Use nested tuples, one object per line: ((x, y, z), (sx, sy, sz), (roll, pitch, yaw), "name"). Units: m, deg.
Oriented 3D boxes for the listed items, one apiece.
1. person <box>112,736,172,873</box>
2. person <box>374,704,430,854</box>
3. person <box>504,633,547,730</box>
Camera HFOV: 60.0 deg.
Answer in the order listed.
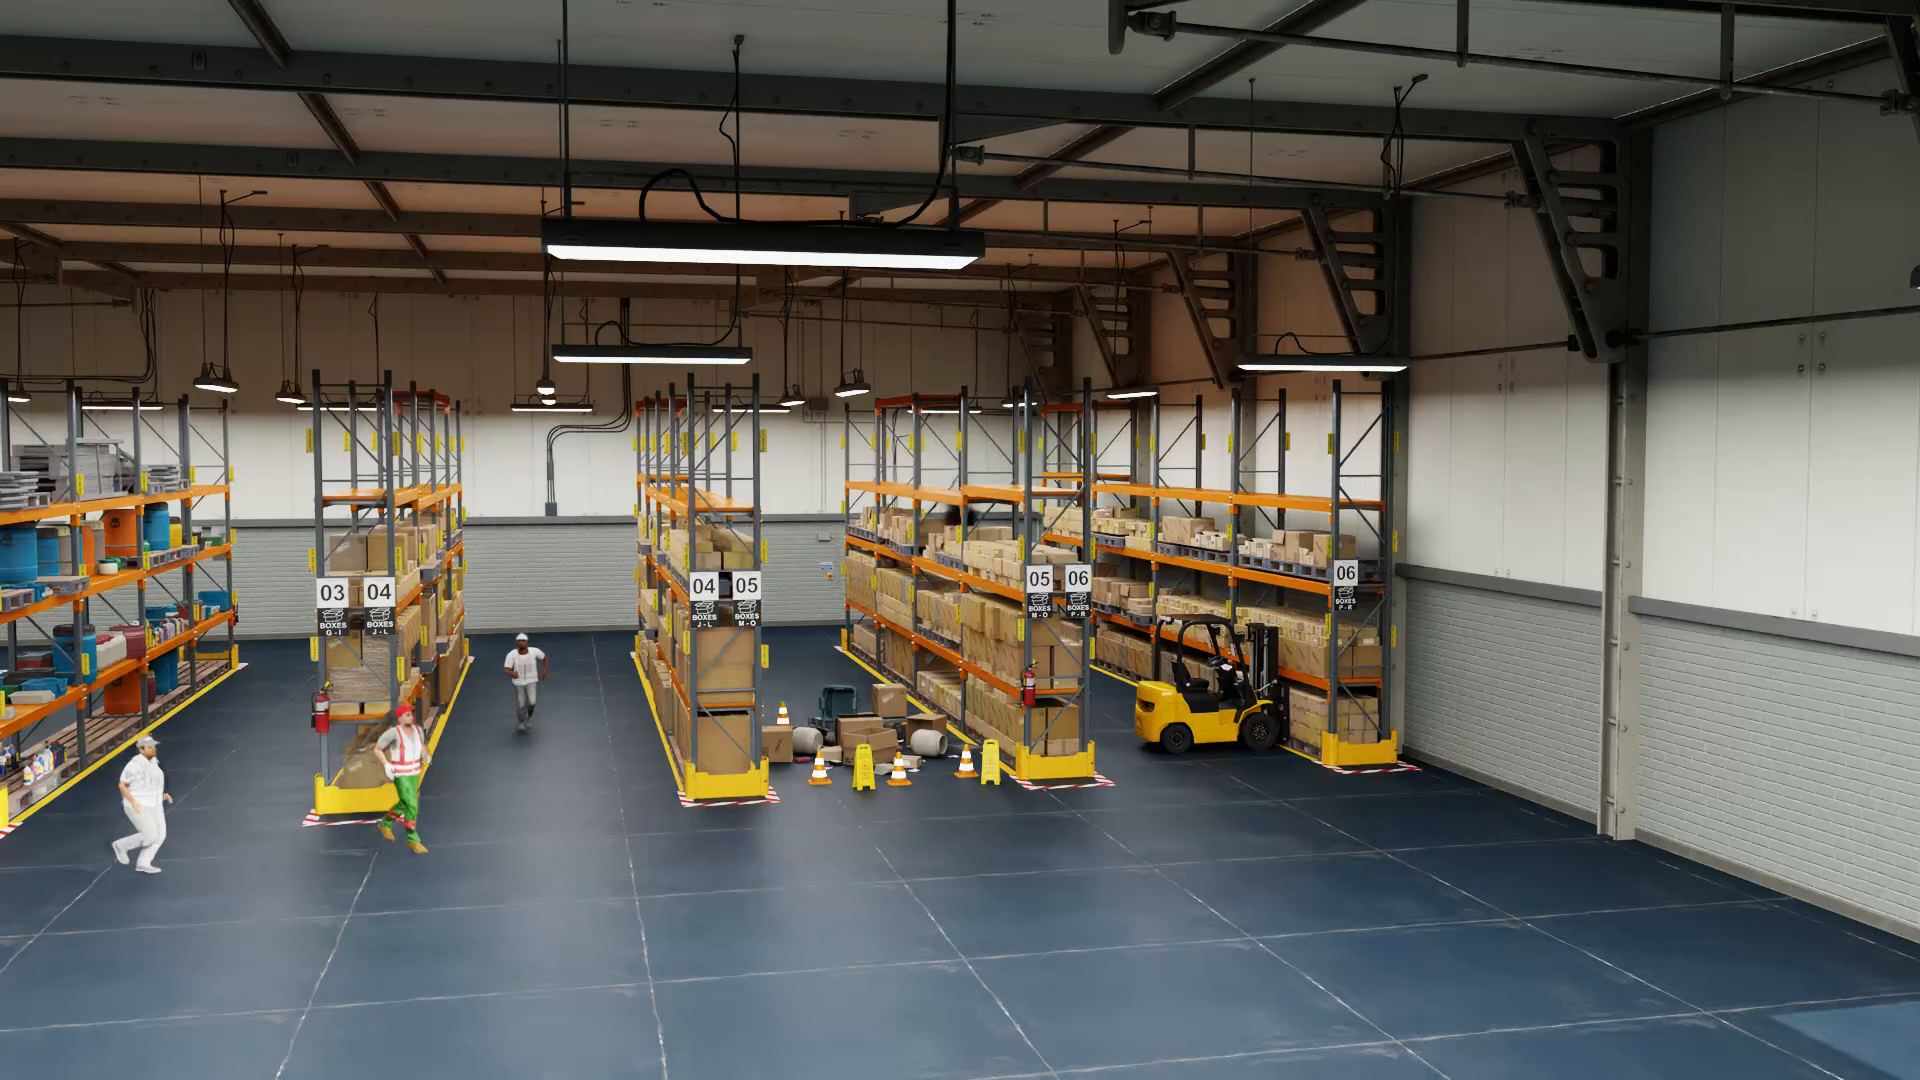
((-9.533, 3.085, 19.394), (0.585, 1.616, 0.594), (1, 3, 10), "person")
((-6.887, 2.918, 20.550), (0.863, 1.820, 0.647), (2, 4, 28), "person")
((-7.494, 2.462, 28.727), (0.723, 1.710, 0.780), (-1, 3, -14), "person")
